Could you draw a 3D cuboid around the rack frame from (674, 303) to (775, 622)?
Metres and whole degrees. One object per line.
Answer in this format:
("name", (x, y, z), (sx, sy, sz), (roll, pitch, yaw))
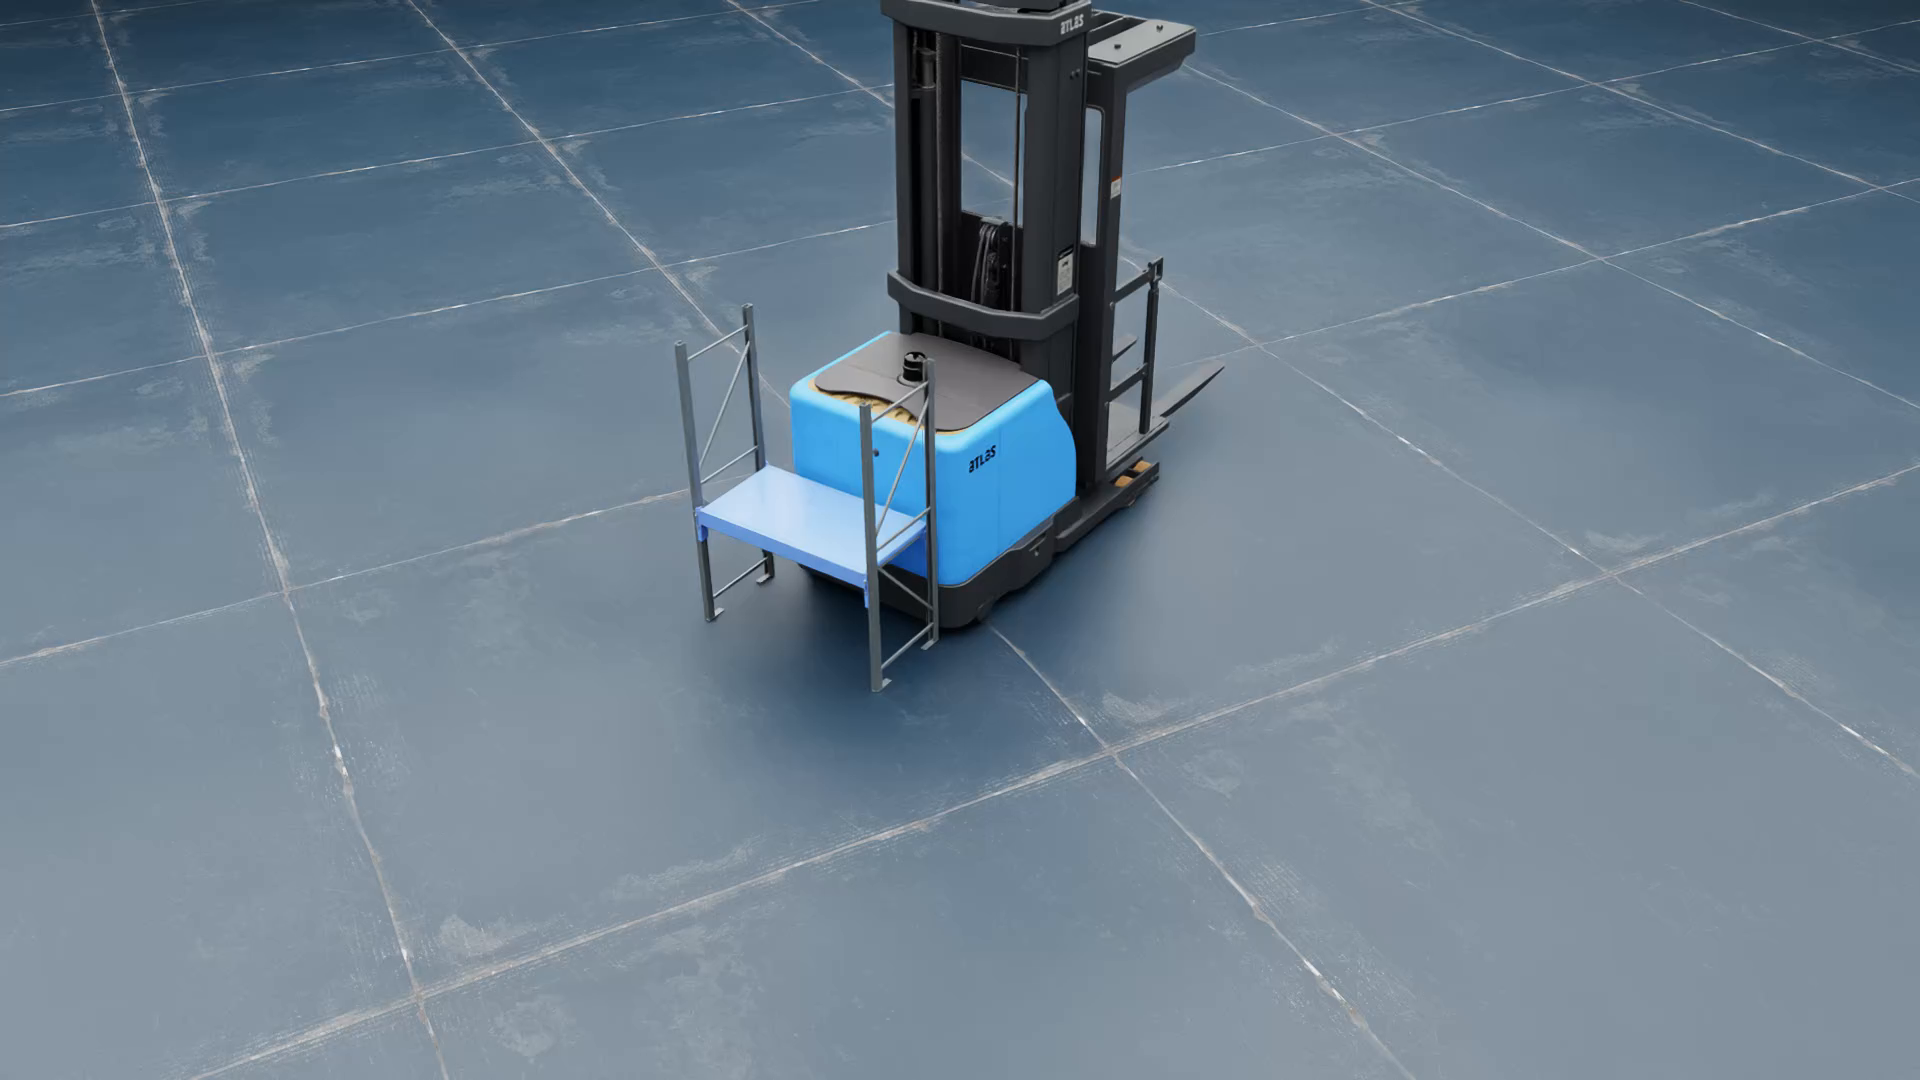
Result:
("rack frame", (-1.101, -0.346, 7.894), (0.032, 1.500, 0.500), (20, 38, 28))

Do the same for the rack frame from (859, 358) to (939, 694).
("rack frame", (-0.259, -0.039, 7.414), (0.032, 1.500, 0.500), (20, 38, 28))

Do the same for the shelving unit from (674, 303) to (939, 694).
("shelving unit", (-0.680, -0.192, 7.654), (1.048, 1.500, 0.538), (20, 38, 28))

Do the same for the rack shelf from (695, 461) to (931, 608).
("rack shelf", (-0.679, -0.042, 7.752), (1.000, 0.185, 0.538), (20, 38, 28))

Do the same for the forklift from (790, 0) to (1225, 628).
("forklift", (0.441, -1.555, 8.460), (1.130, 2.935, 3.031), (21, 38, 30))
